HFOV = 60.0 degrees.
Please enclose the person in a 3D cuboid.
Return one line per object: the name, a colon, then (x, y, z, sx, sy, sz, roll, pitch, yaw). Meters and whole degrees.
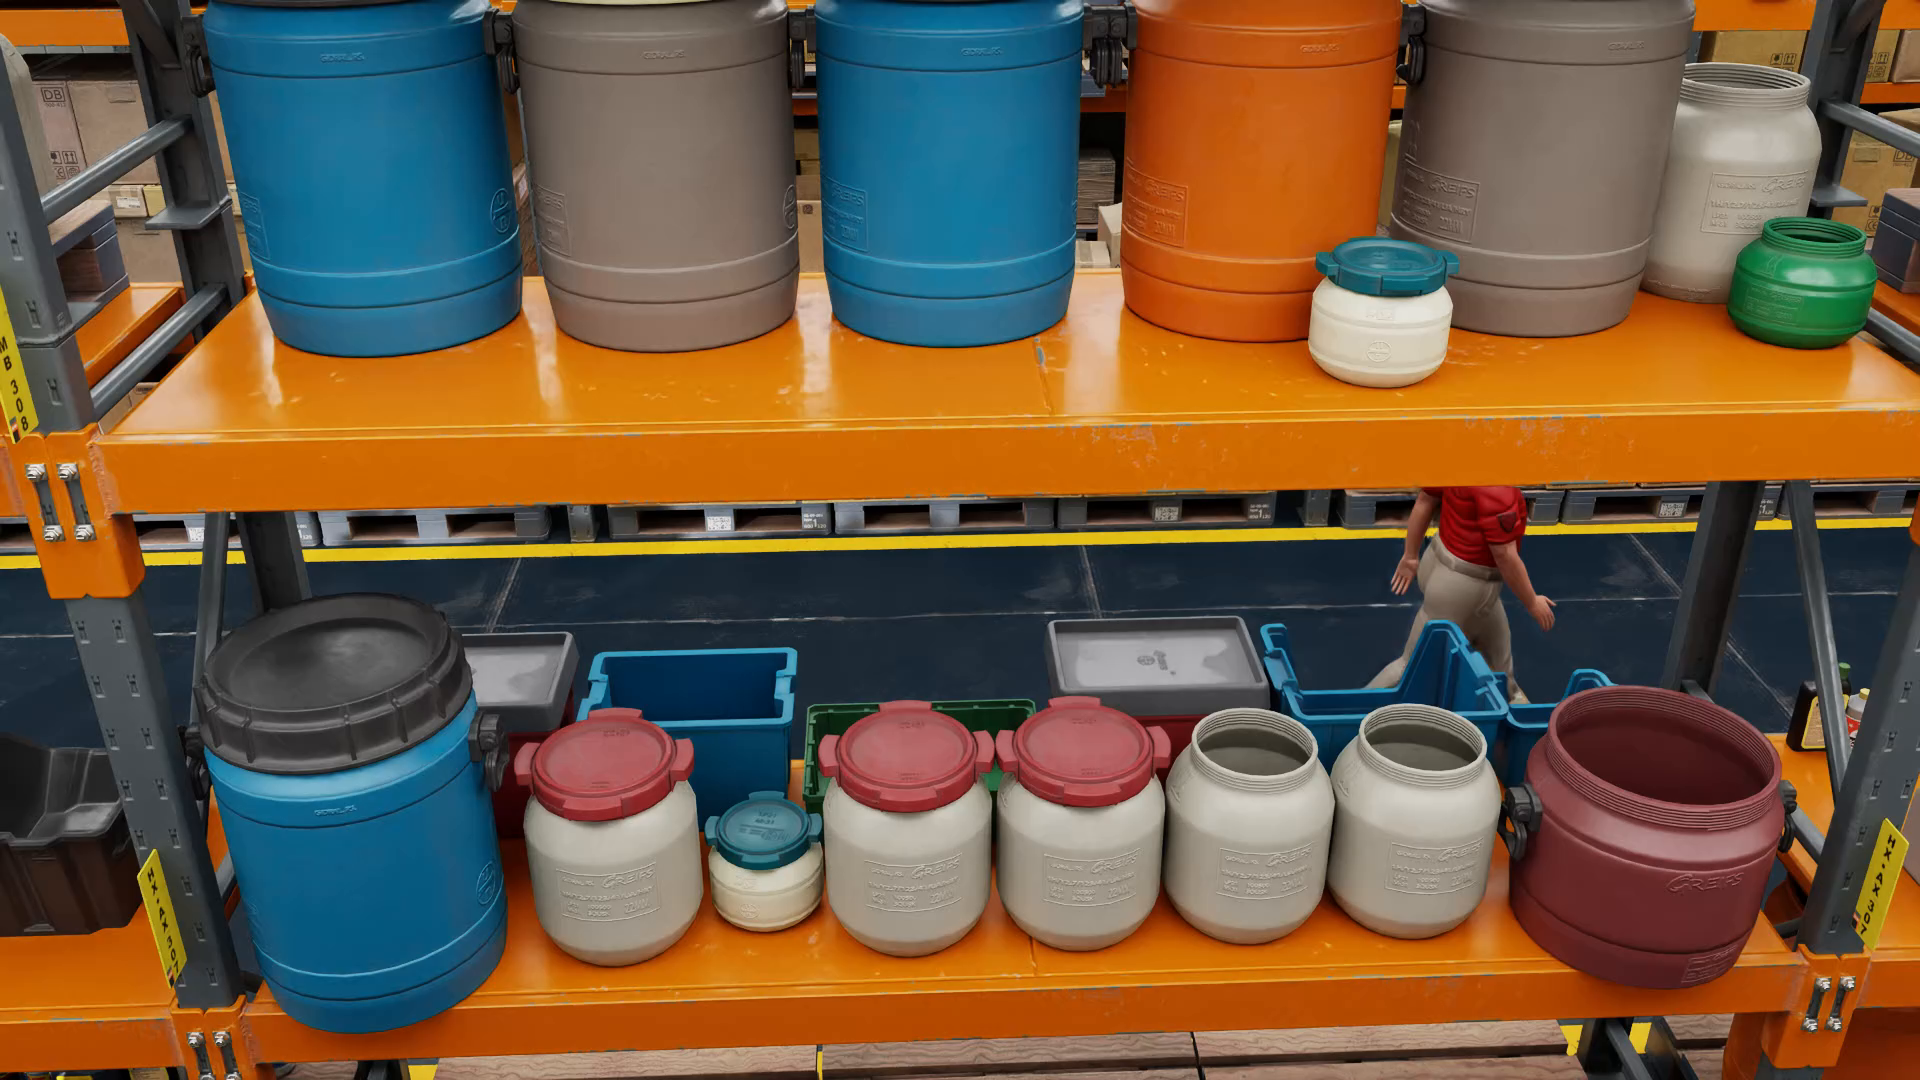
person: (2.112, 0.163, 6.823, 1.089, 1.662, 0.564, -1, 27, -1)
